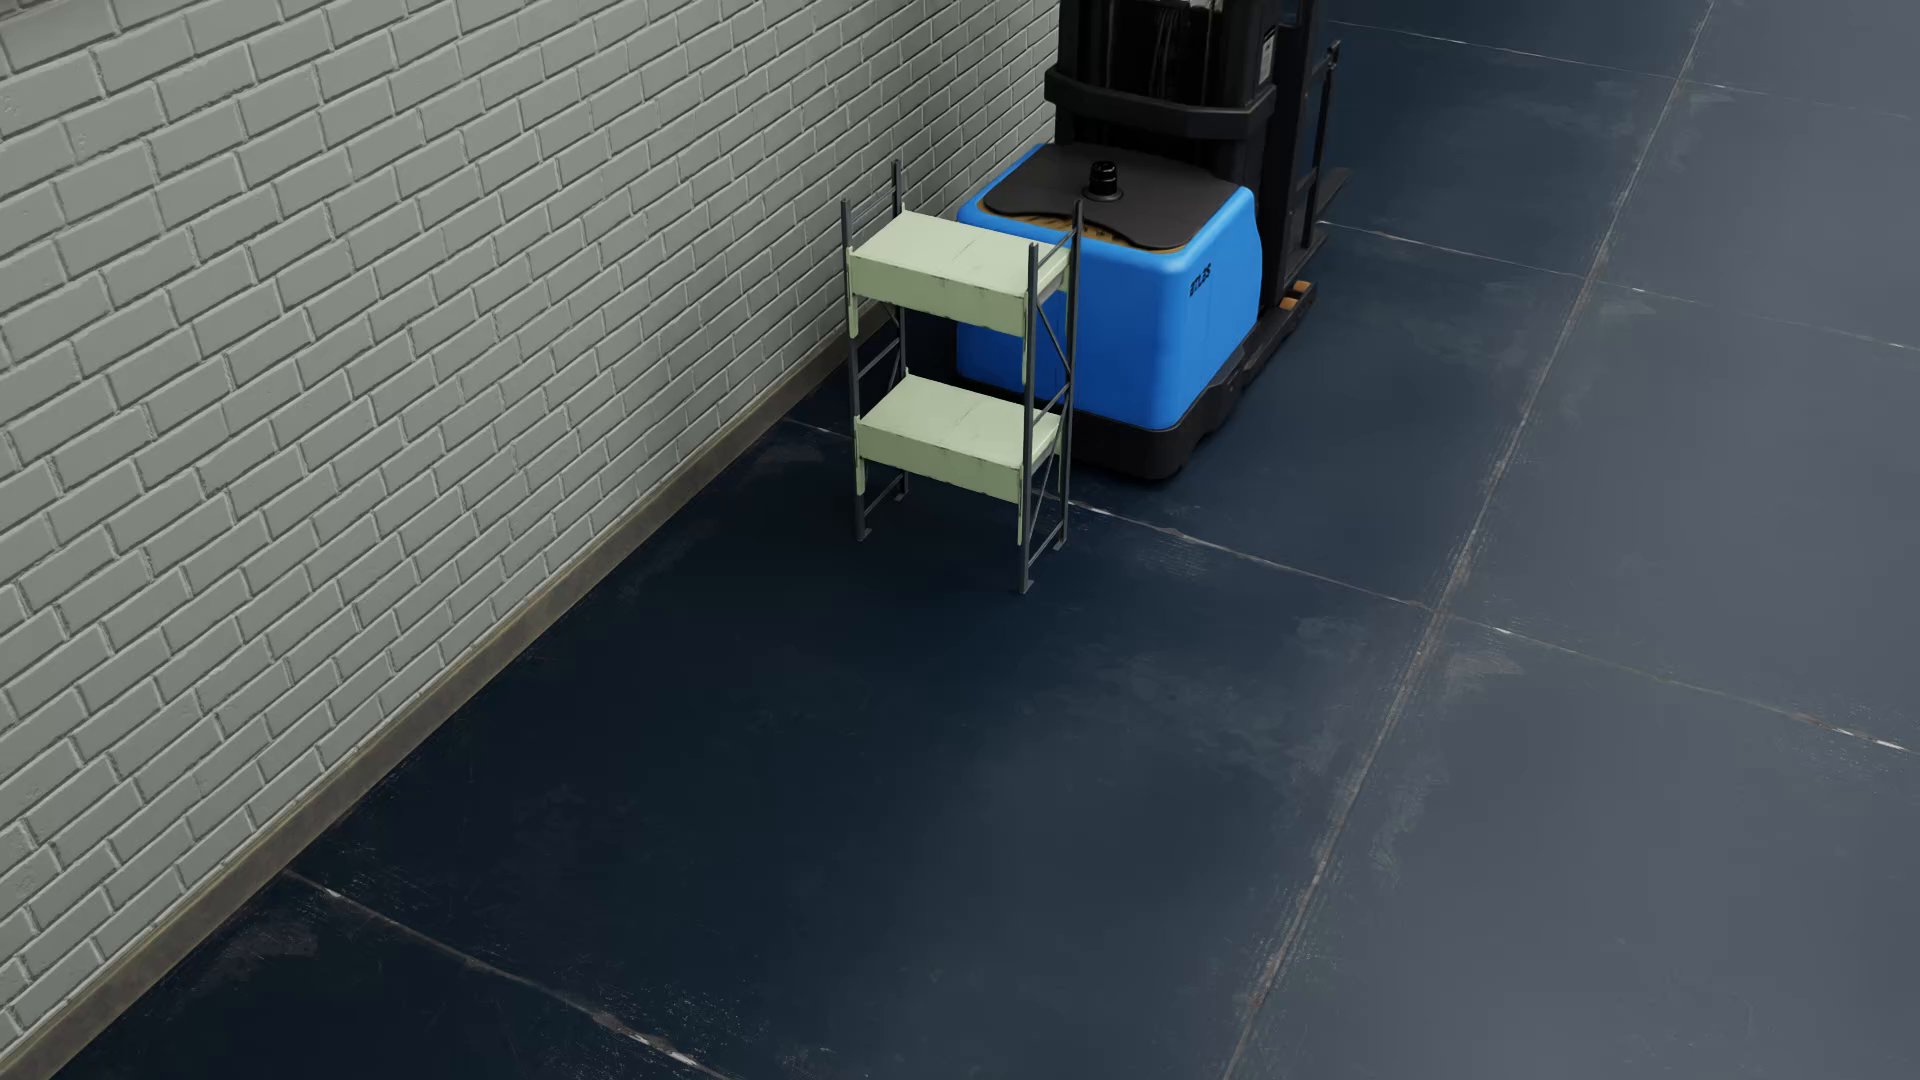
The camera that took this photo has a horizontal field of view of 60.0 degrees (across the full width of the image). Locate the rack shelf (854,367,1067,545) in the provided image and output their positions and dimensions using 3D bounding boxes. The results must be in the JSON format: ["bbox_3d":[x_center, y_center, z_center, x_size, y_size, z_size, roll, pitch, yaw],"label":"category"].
[{"bbox_3d":[0.006,-0.336,6.491,0.720,0.370,0.431,17,41,21],"label":"rack shelf"}]

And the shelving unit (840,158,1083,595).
[{"bbox_3d":[0.006,-0.596,6.294,0.755,1.500,0.431,17,41,21],"label":"shelving unit"}]

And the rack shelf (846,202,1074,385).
[{"bbox_3d":[0.006,-0.906,6.058,0.720,0.370,0.431,17,41,21],"label":"rack shelf"}]

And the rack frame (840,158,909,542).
[{"bbox_3d":[-0.319,-0.697,6.428,0.023,1.500,0.400,17,41,21],"label":"rack frame"}]

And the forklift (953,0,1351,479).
[{"bbox_3d":[1.110,-2.297,7.352,1.130,2.935,3.031,18,41,22],"label":"forklift"}]

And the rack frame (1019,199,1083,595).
[{"bbox_3d":[0.331,-0.494,6.160,0.023,1.500,0.400,17,41,21],"label":"rack frame"}]
